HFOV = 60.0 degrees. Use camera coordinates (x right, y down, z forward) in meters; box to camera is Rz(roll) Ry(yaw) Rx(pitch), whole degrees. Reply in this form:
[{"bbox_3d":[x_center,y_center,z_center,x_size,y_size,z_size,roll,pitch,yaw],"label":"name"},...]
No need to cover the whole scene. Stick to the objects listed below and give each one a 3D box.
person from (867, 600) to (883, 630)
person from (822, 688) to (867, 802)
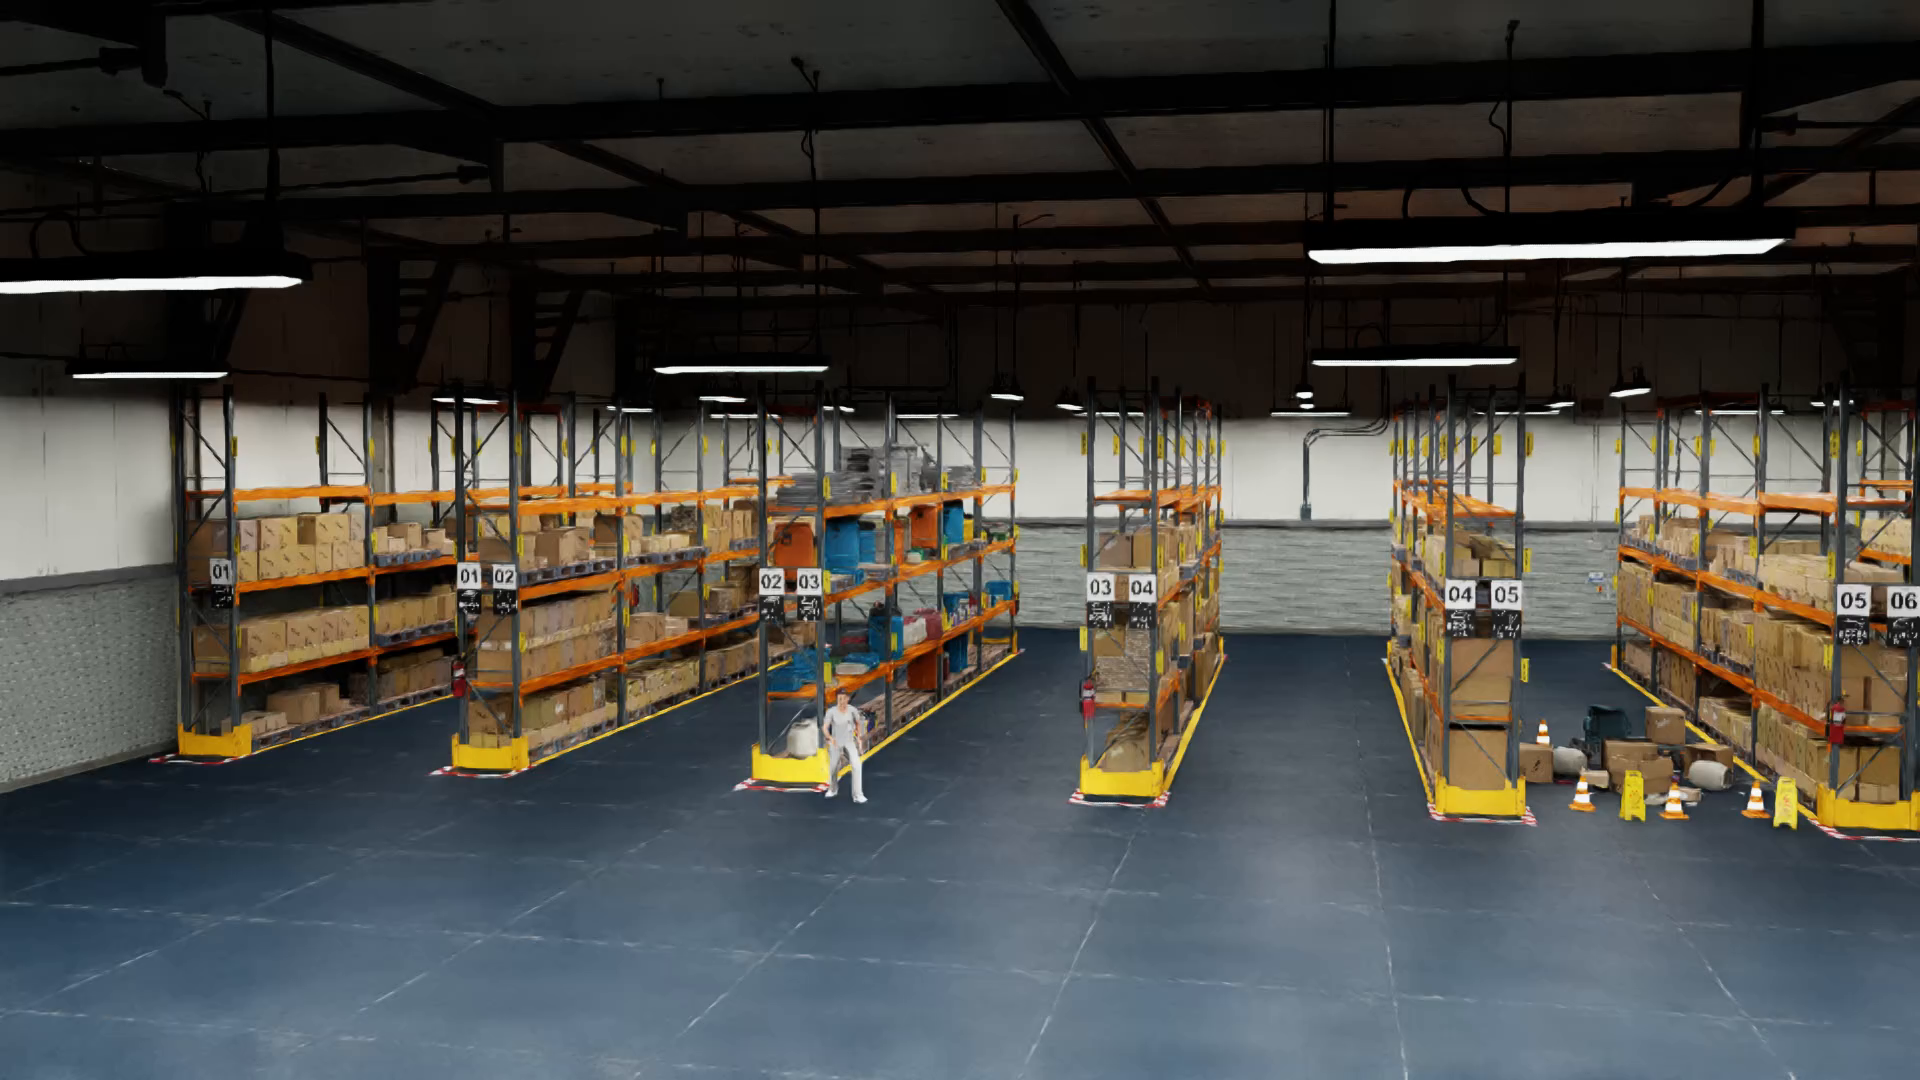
[{"bbox_3d":[-1.848,2.121,37.842,0.566,1.541,0.519,1,3,9],"label":"person"},{"bbox_3d":[-1.637,2.874,23.492,0.613,1.604,0.811,0,3,-6],"label":"person"}]
